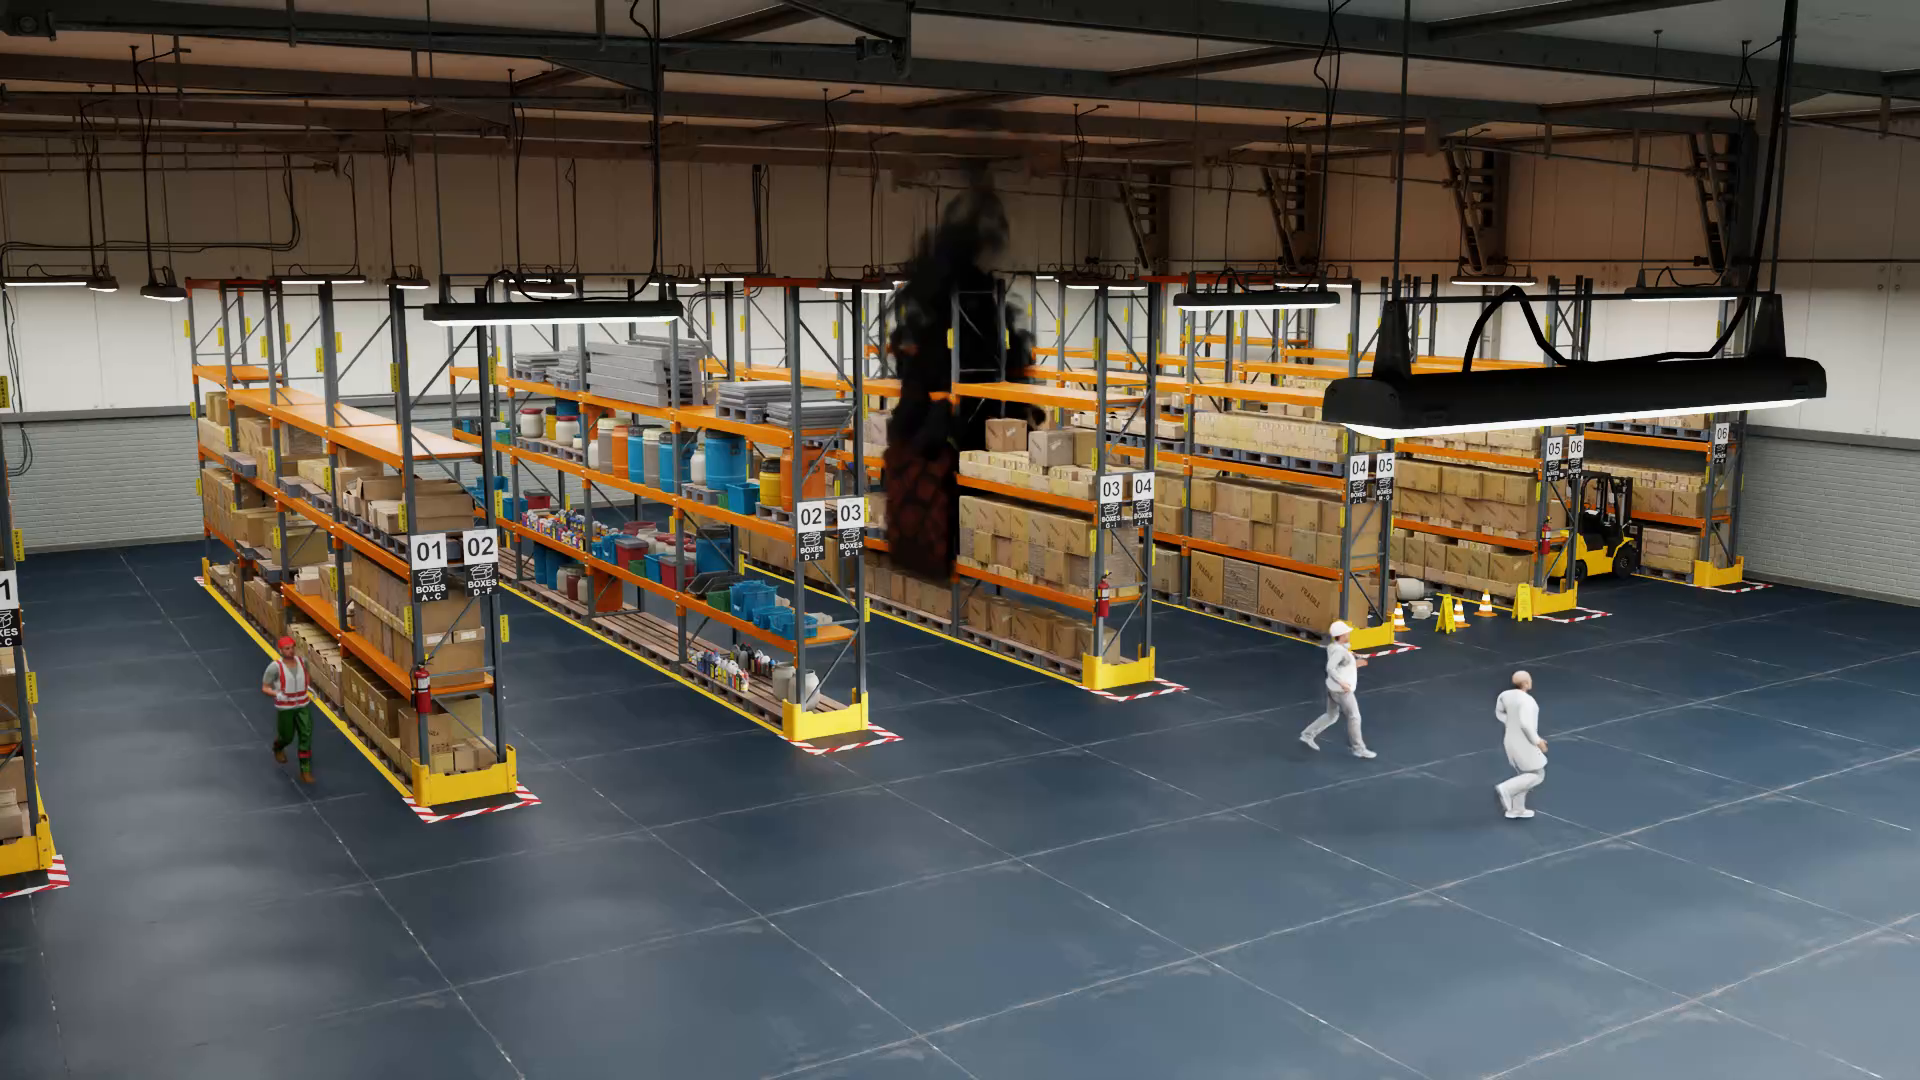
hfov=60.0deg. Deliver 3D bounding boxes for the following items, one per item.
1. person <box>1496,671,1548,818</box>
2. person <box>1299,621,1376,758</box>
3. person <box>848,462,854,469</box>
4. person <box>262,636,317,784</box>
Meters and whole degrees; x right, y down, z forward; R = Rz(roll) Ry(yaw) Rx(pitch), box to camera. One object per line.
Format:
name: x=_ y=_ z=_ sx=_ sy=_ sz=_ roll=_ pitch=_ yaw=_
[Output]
person: x=6.372 y=2.336 z=18.950 sx=0.637 sy=1.733 sz=0.710 roll=-3 pitch=10 yaw=-15
person: x=4.854 y=1.901 z=21.225 sx=0.968 sy=1.760 sz=0.653 roll=0 pitch=10 yaw=-2
person: x=-2.802 y=-1.434 z=41.727 sx=0.542 sy=1.564 sz=0.664 roll=-7 pitch=12 yaw=-36
person: x=-8.221 y=2.055 z=20.447 sx=0.656 sy=1.789 sz=0.956 roll=-9 pitch=13 yaw=-43
